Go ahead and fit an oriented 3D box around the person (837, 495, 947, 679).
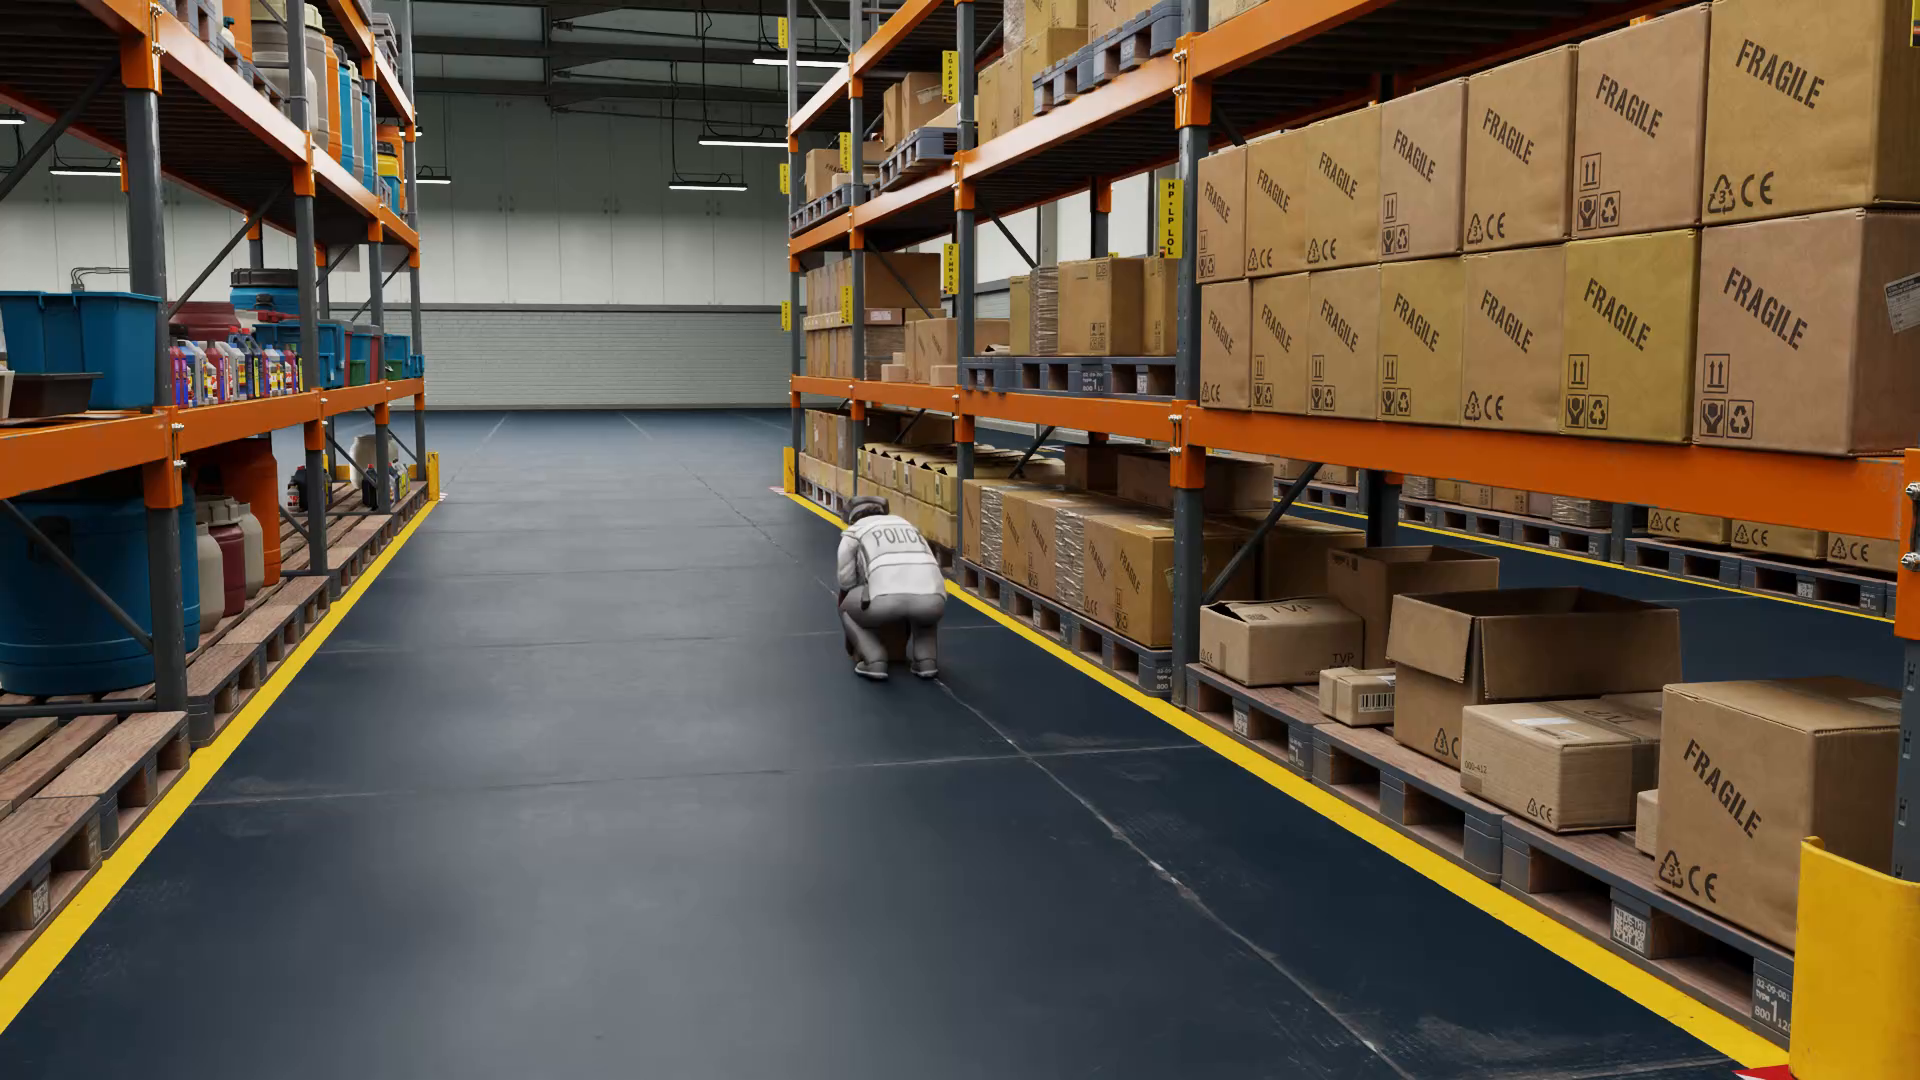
[{"bbox_3d":[-0.337,0.224,8.027,0.479,0.846,0.869,-1,6,-13],"label":"person"}]
